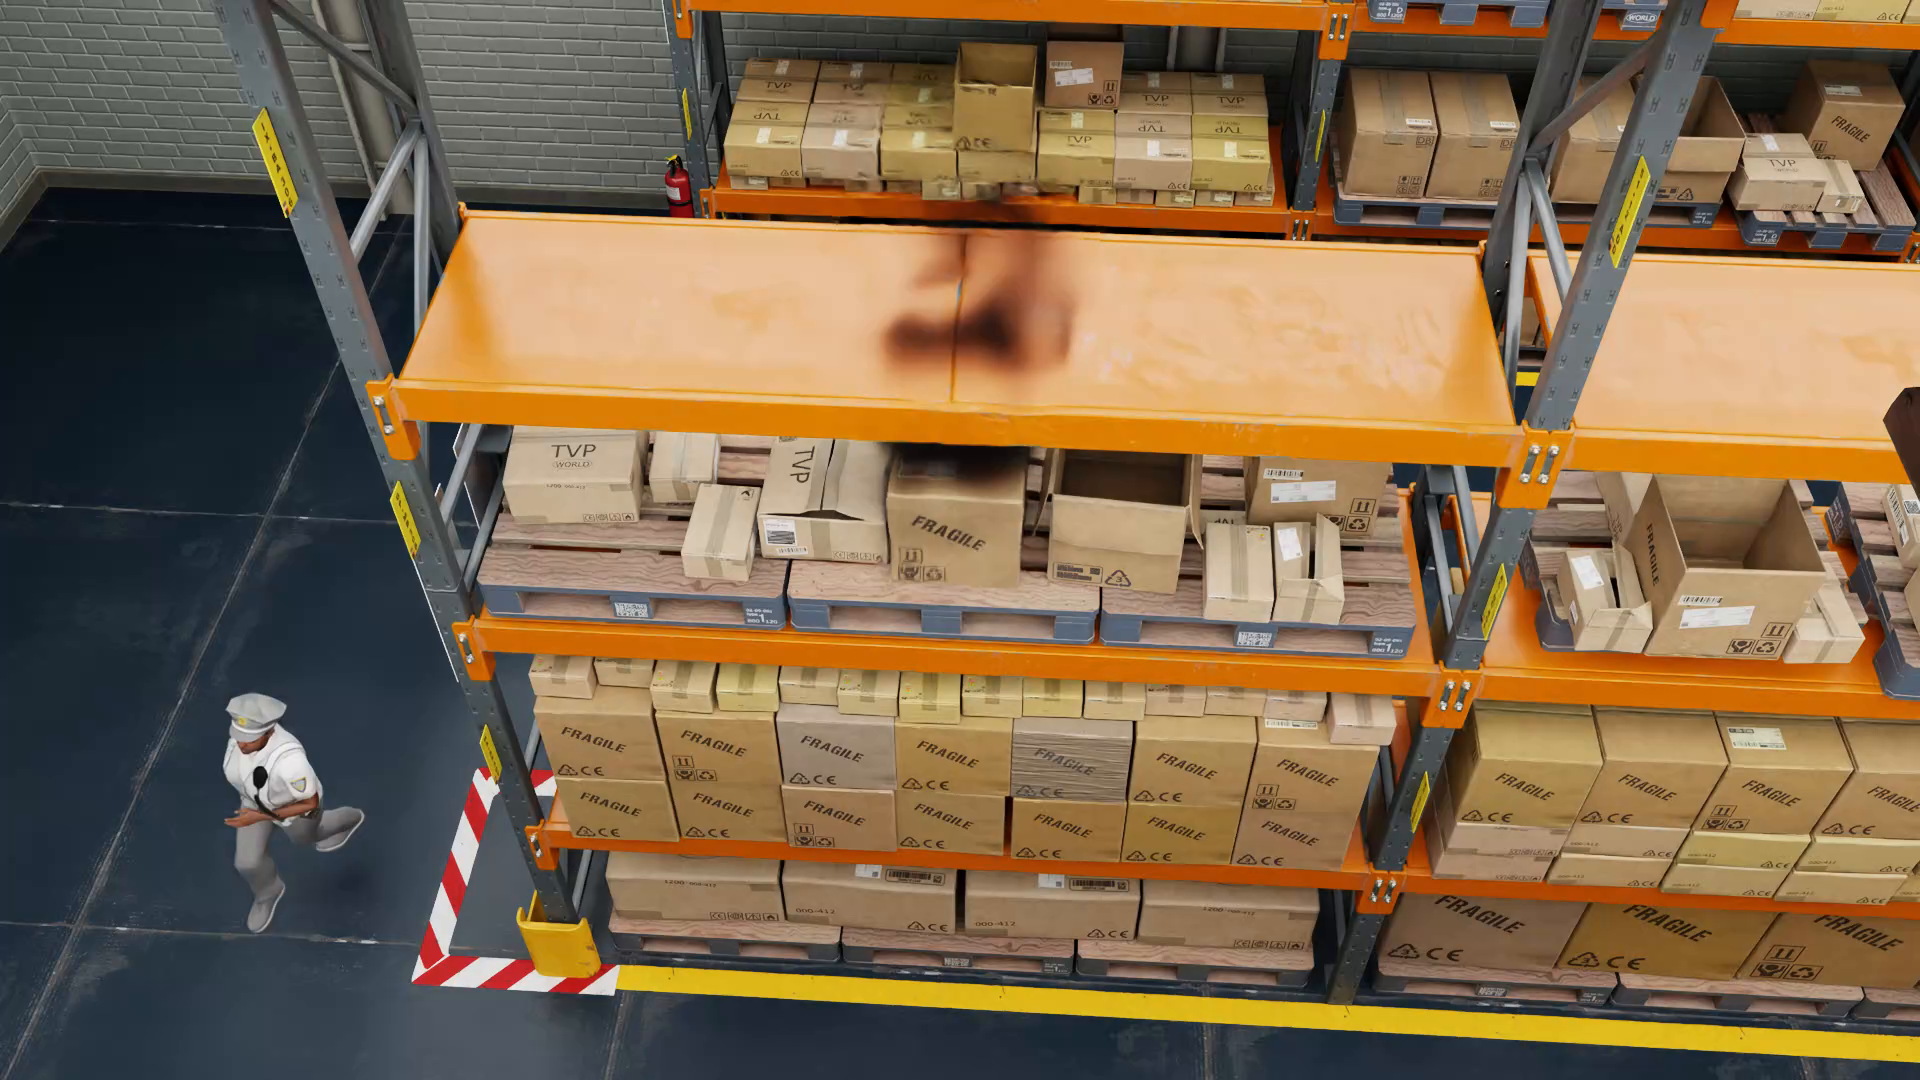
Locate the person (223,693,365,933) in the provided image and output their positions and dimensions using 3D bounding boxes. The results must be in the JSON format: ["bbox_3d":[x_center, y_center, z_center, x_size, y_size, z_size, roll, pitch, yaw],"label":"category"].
[{"bbox_3d":[-3.313,1.289,8.198,0.599,1.692,0.784,19,51,17],"label":"person"}]
